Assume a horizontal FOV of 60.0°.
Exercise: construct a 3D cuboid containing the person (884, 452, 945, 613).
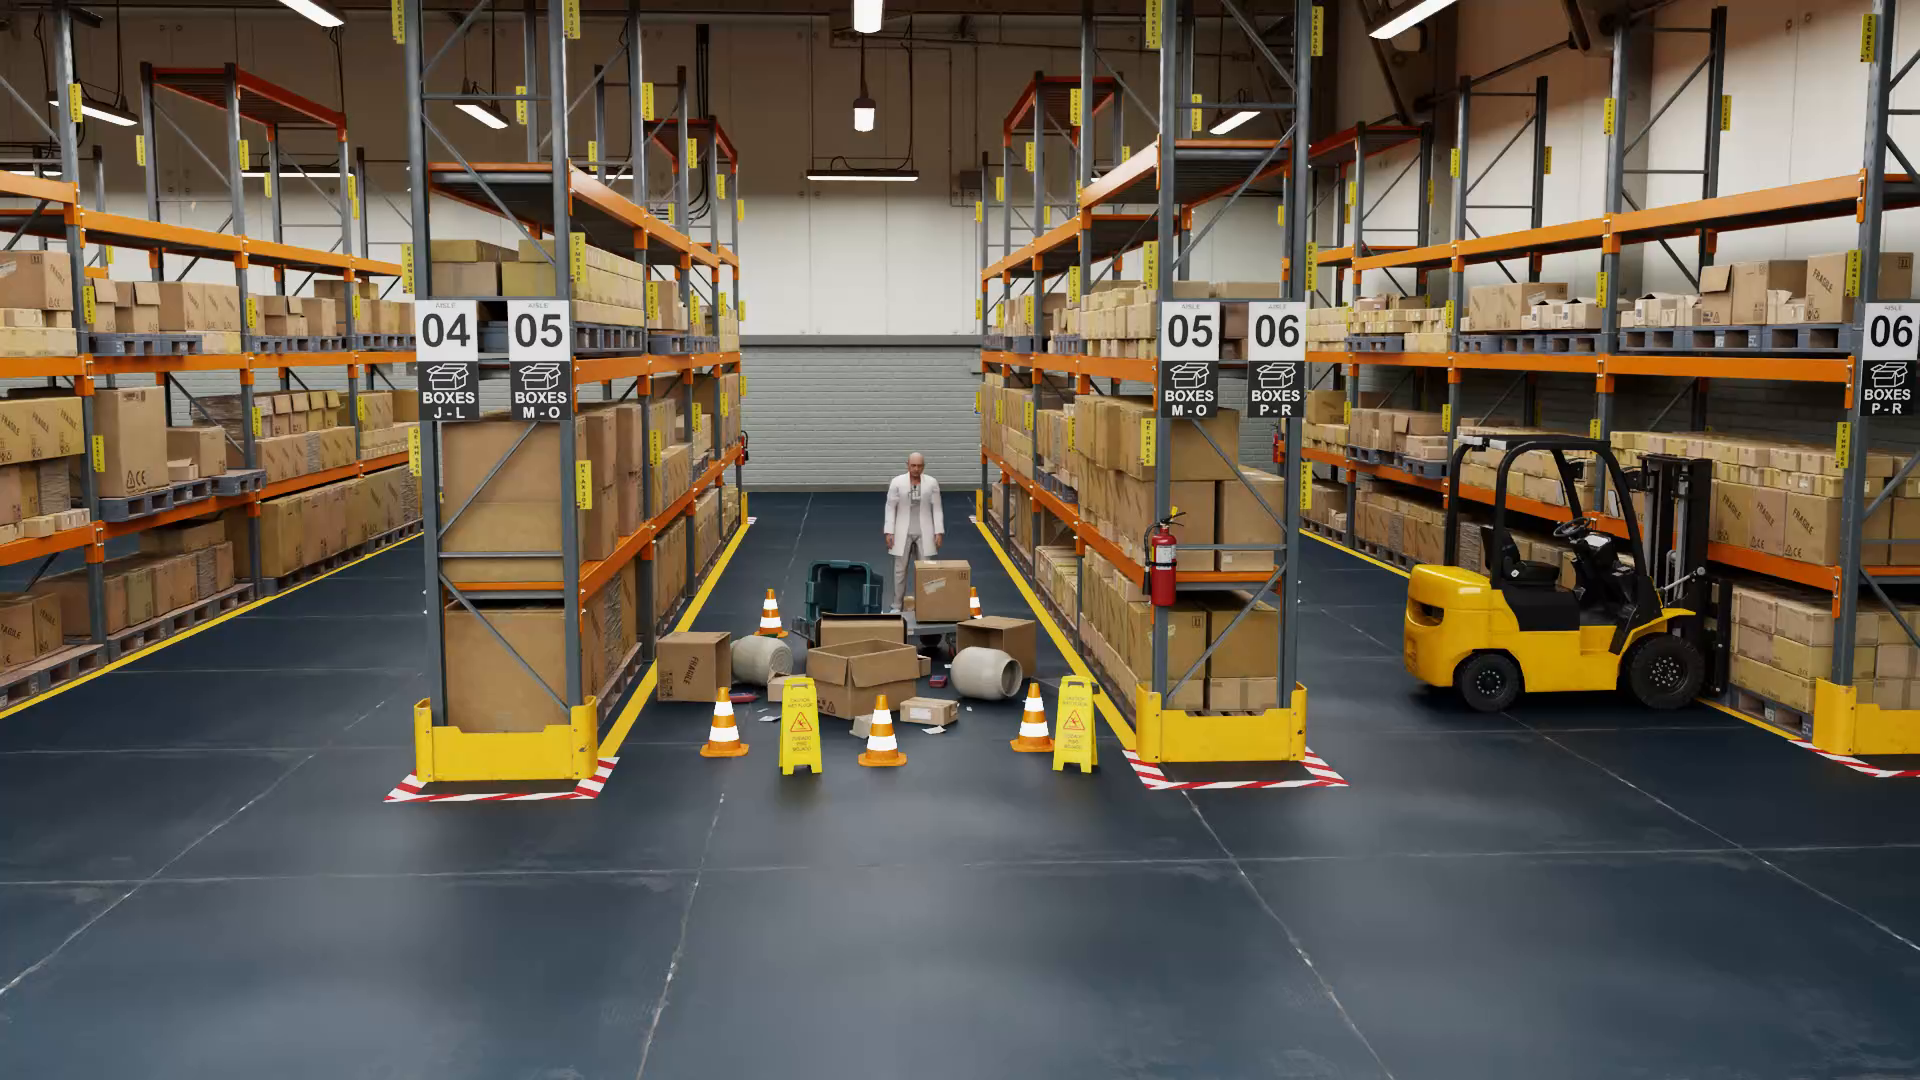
[{"bbox_3d":[-0.489,-0.049,17.719,0.653,1.774,0.416,-1,7,-5],"label":"person"}]
